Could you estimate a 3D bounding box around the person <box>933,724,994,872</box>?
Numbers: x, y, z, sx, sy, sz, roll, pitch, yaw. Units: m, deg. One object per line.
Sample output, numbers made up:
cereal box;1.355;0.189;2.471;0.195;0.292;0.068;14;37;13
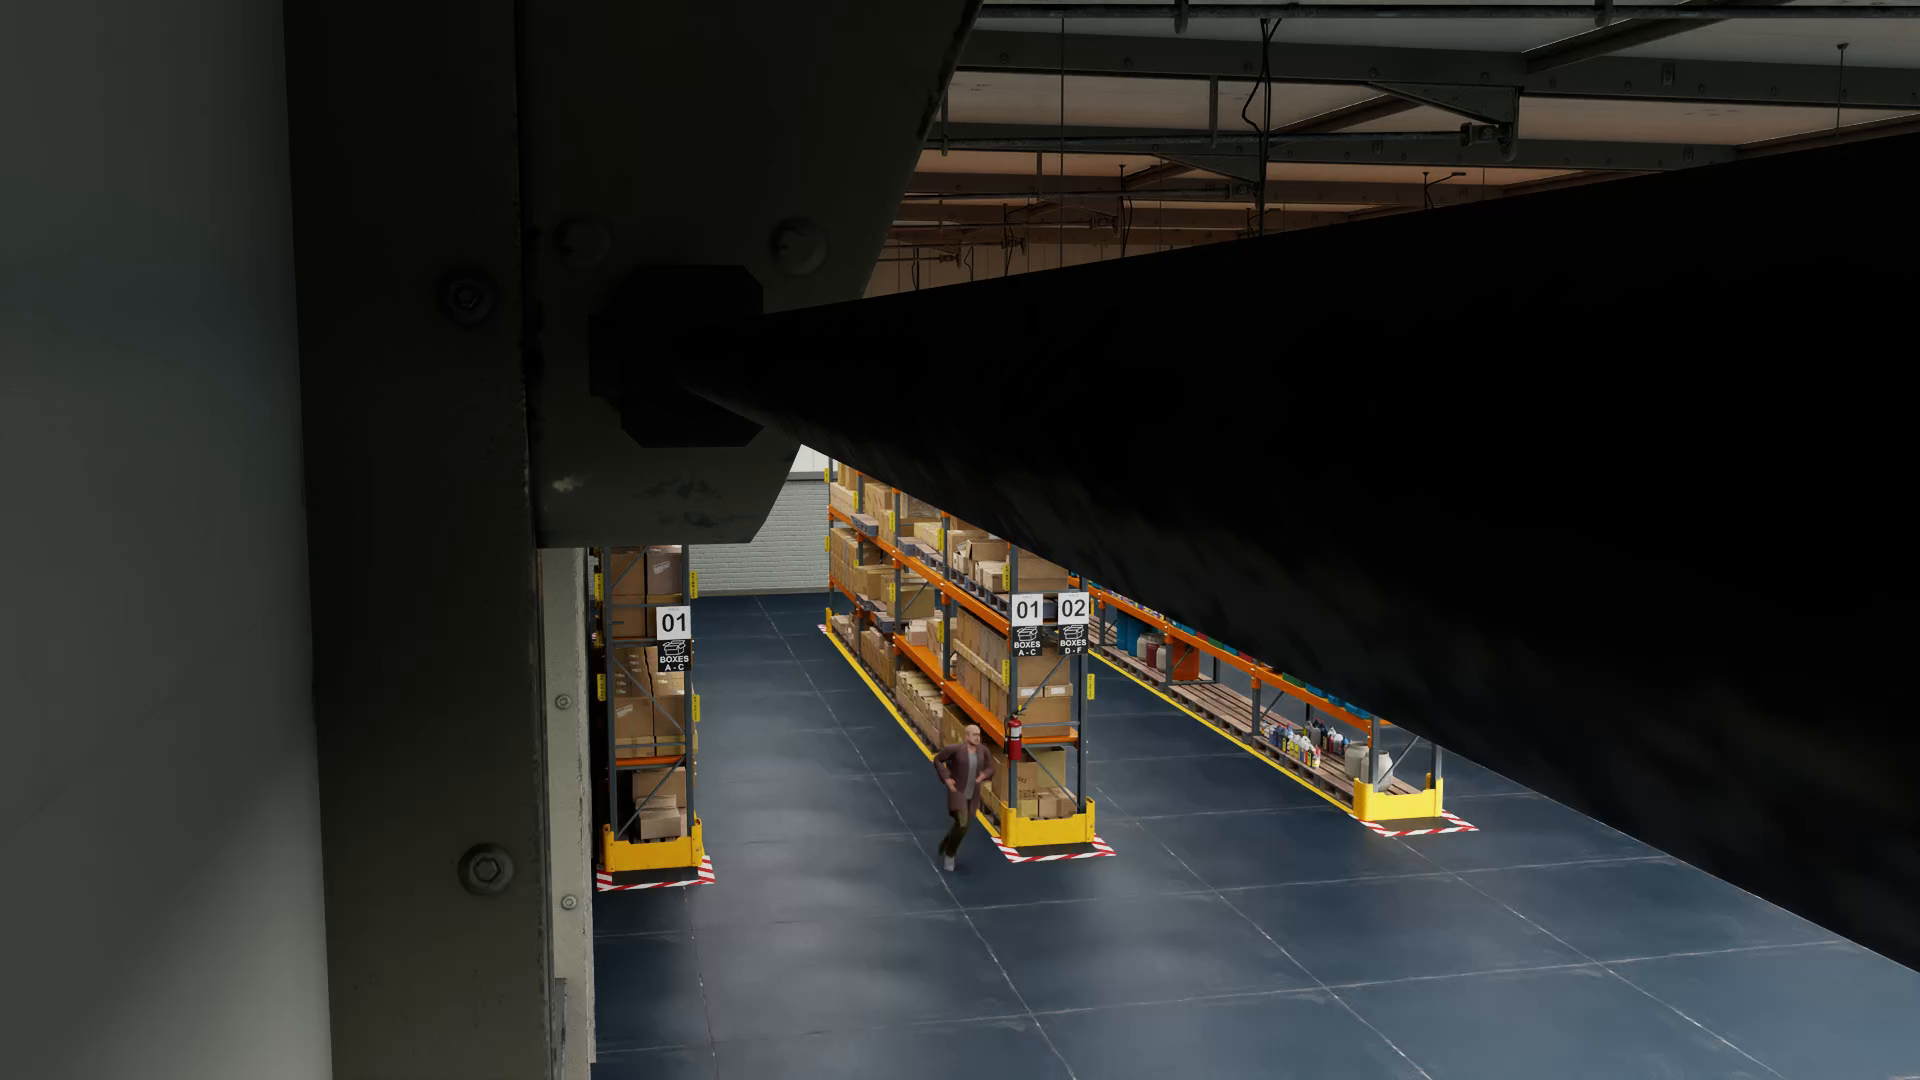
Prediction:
person;0.063;3.154;20.213;0.714;1.674;0.702;-4;8;-29
